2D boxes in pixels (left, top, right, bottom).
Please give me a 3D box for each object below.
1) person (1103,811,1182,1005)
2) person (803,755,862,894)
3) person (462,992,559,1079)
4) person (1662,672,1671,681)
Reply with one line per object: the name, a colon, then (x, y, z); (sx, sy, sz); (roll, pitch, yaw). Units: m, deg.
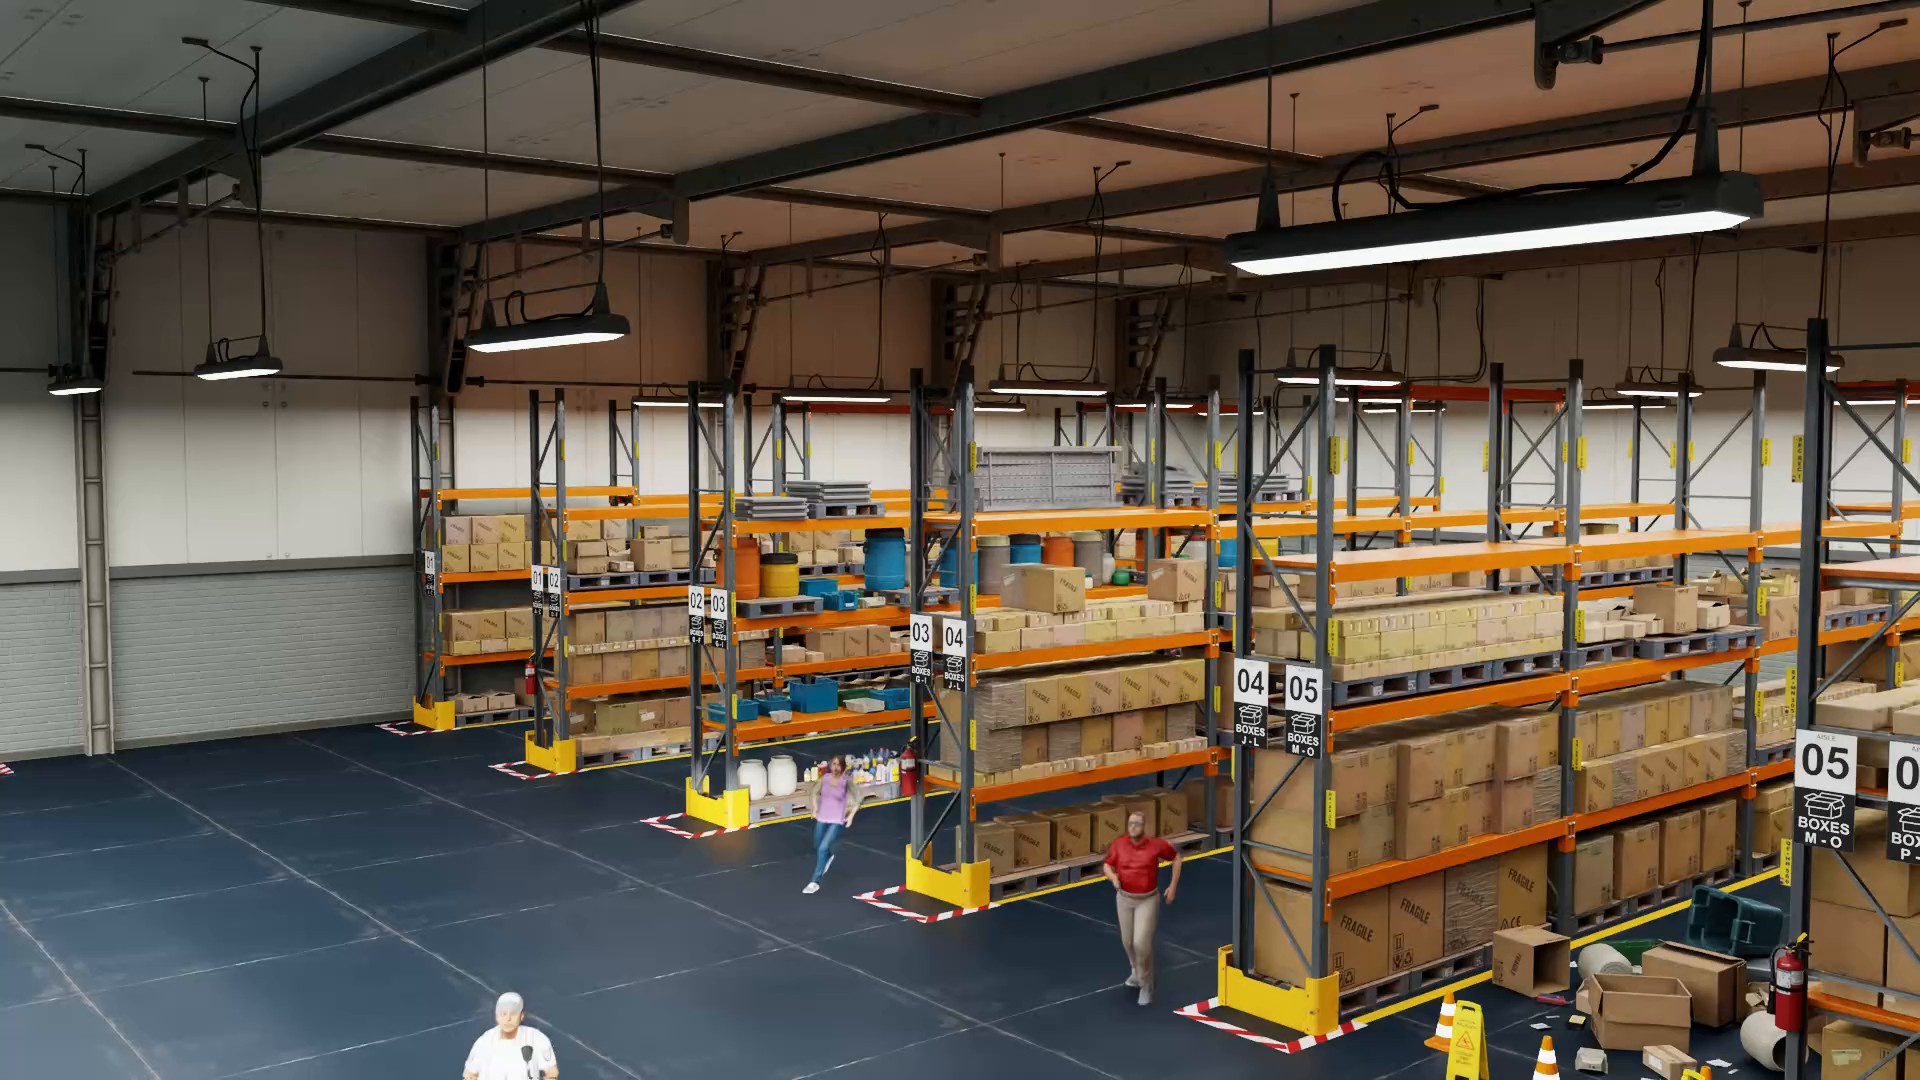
person: (1.661, 3.417, 15.444); (0.687, 1.814, 0.769); (2, 4, 25)
person: (-1.464, 3.250, 19.214); (0.601, 1.551, 0.814); (1, 4, 18)
person: (-2.906, 3.718, 10.746); (0.611, 1.619, 0.664); (-1, 3, -8)
person: (10.882, 2.817, 25.620); (0.684, 1.718, 0.560); (-3, 5, -42)
